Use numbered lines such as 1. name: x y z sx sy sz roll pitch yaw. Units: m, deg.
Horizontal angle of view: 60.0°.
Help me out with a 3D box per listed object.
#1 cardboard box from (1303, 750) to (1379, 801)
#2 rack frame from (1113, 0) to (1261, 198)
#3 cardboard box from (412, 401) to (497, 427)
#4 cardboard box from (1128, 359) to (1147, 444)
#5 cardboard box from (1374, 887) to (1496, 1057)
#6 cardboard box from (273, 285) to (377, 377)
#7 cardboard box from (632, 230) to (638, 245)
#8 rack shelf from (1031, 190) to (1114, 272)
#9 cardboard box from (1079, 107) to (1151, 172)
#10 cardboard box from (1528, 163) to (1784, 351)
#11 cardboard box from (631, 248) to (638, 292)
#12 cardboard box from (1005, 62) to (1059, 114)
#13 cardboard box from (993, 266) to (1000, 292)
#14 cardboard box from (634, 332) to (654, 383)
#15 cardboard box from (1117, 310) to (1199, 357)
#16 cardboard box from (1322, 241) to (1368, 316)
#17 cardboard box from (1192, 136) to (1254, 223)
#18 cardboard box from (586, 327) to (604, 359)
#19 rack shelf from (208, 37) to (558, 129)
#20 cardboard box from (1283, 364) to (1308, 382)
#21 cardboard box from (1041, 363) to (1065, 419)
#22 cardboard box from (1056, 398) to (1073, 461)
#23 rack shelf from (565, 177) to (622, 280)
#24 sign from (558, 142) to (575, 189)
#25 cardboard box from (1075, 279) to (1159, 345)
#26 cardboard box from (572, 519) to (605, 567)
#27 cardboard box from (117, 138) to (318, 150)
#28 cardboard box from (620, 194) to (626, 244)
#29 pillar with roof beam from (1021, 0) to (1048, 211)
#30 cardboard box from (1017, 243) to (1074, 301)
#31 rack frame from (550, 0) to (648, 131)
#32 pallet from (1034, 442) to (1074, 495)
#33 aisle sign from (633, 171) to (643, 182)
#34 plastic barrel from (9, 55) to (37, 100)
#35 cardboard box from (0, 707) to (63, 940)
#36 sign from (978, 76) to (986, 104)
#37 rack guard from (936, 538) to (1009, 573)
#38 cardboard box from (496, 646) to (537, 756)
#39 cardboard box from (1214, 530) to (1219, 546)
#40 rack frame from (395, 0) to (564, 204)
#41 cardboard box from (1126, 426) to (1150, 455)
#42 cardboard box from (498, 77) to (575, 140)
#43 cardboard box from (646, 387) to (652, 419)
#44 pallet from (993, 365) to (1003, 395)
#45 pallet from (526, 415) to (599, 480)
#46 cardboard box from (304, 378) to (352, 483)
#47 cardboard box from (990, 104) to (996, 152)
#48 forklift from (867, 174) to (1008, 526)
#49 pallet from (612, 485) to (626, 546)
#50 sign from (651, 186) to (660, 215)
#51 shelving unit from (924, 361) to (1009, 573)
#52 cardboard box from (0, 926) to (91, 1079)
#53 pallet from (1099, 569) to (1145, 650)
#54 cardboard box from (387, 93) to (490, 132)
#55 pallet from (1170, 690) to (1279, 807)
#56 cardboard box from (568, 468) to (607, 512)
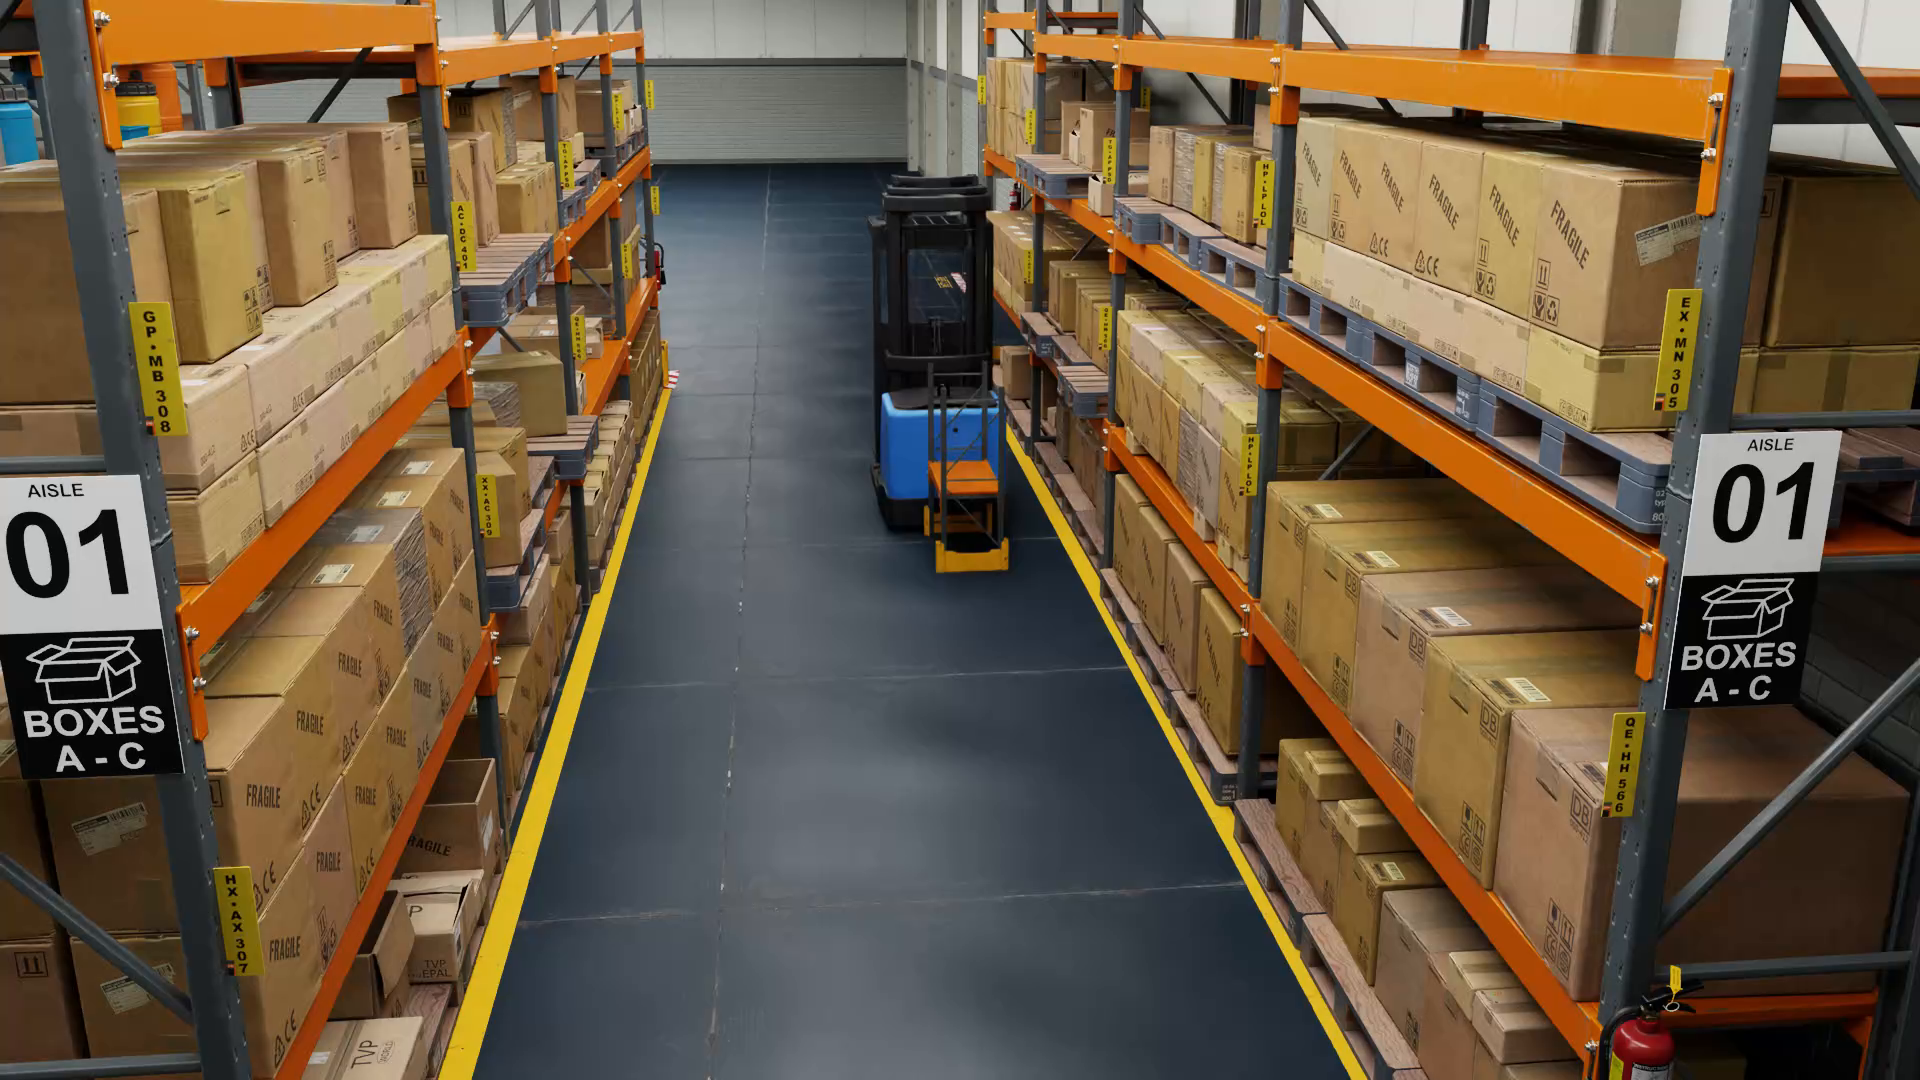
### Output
1. cardboard box: 1.867 1.125 7.975 0.380 0.149 0.250 -1 17 -4
2. rack frame: 1.626 -3.945 11.721 1.000 3.000 0.127 -2 18 -6
3. cardboard box: -3.132 -0.510 9.925 0.700 0.500 0.500 -6 19 -20
4. cardboard box: 1.466 -0.973 11.573 0.500 0.500 0.500 -1 17 -4
5. cardboard box: 2.175 1.788 6.945 0.700 0.500 0.500 -2 18 -7
6. cardboard box: -2.420 -0.752 5.972 0.500 0.250 0.500 -2 18 -6
7. cardboard box: -3.843 -3.408 18.773 0.380 0.149 0.250 -2 18 -6
8. rack shelf: 1.419 -2.767 14.176 1.077 0.370 4.000 -2 18 -6
9. cardboard box: 1.317 -3.421 14.191 0.500 0.500 0.500 -2 18 -8
10. cardboard box: 2.104 -0.875 5.078 0.500 0.500 0.500 -2 18 -6
11. cardboard box: -4.032 -3.064 18.763 0.700 0.500 0.500 -1 17 -4
12. cardboard box: 0.760 -4.699 17.261 0.500 0.500 0.500 -2 18 -8
13. cardboard box: 0.649 -2.943 18.761 0.500 0.250 0.500 -2 18 -7
14. cardboard box: -3.607 -1.962 18.055 0.500 0.500 0.500 -2 18 -6
15. cardboard box: 1.419 -1.488 11.961 0.500 0.250 0.500 -1 17 -4
16. cardboard box: 1.886 -1.133 7.152 0.500 0.250 0.500 -2 18 -7
17. cardboard box: 1.884 -2.308 10.610 0.700 0.500 0.500 -1 17 -3
18. cardboard box: -3.440 -1.800 15.128 0.396 0.266 0.258 -2 18 -7
19. rack shelf: -3.095 -2.661 9.499 1.077 0.370 4.000 -2 18 -6
20. cardboard box: 2.133 -0.898 10.082 0.500 0.250 0.500 -2 18 -7
21. cardboard box: 1.066 -1.600 17.705 0.500 0.500 0.500 -3 18 -10
22. cardboard box: 1.305 -1.073 16.027 0.700 0.500 0.500 -1 17 -4
23. rack shelf: -3.508 -2.613 13.685 1.077 0.370 4.000 -2 18 -6
24. sign: -2.761 -2.623 11.653 0.100 0.325 0.005 -2 18 -6
25. cardboard box: 1.381 -2.018 14.695 0.700 0.500 0.500 1 17 2
26. cardboard box: -3.063 0.017 13.003 0.500 0.250 0.500 -2 18 -6
27. cardboard box: -2.832 -1.247 6.298 0.700 0.500 0.500 -2 18 -6
28. cardboard box: -3.921 -3.368 17.564 0.700 0.500 0.500 -2 18 -6
29. pillar with roof beam: -3.168 -7.802 24.004 9.100 9.000 0.400 -2 18 -6
30. cardboard box: 0.857 -2.702 16.740 0.500 0.500 0.500 -2 18 -6
31. rack frame: -4.126 -6.175 18.822 1.000 3.000 0.127 -2 18 -6
32. pallet: 1.295 -0.712 16.094 1.003 0.211 1.213 -2 18 -6
33. aisle sign: -3.841 -4.581 19.422 0.394 0.787 0.004 -2 18 -6
34. plastic barrel: -8.637 -4.139 15.808 0.600 0.901 0.708 -2 18 -6
35. cardboard box: -2.796 0.806 4.767 0.500 0.500 0.500 -2 18 -6
36. sign: 0.261 -5.298 19.577 0.100 0.325 0.005 -2 18 -6
37. rack guard: 0.099 0.125 13.362 0.587 0.250 0.087 -2 18 -6
38. cardboard box: -2.762 0.935 9.629 0.500 0.500 0.500 -2 17 -5
39. cardboard box: 1.690 -0.026 9.638 0.380 0.149 0.250 -1 17 -4
40. rack frame: -3.301 -3.791 11.230 1.000 3.000 0.127 -2 18 -6
41. cardboard box: 1.390 -0.710 11.818 0.380 0.149 0.250 -1 17 -4
42. cardboard box: -3.608 -3.684 14.195 0.500 0.500 0.500 0 17 0
43. cardboard box: -3.553 -1.455 17.693 0.500 0.250 0.500 -2 18 -6
44. pallet: 0.857 -1.870 19.782 1.003 0.211 1.213 -2 18 -6
45. pallet: -3.162 -0.638 11.521 1.213 0.211 1.003 -2 18 -6
46. cardboard box: -2.368 -0.364 5.572 0.500 0.250 0.500 -2 18 -6
47. cardboard box: 0.606 -4.686 18.889 0.500 0.500 0.500 -1 17 -2
48. forklift: -0.272 -1.913 15.379 1.130 2.935 3.031 -2 18 -6
49. pallet: -3.470 -0.208 14.486 1.003 0.211 1.213 -2 18 -6
50. sign: -3.585 -3.990 19.551 0.100 0.325 0.005 -2 18 -6
51. shelving unit: 0.041 -0.620 13.646 0.587 1.500 1.083 -2 18 -6
52. cardboard box: -2.793 1.282 4.919 0.500 0.500 0.500 -1 17 -4
53. pallet: 1.632 0.485 12.281 1.003 0.211 1.213 -2 18 -6
54. cardboard box: -3.157 -2.451 10.131 0.500 0.500 0.500 -2 18 -6
55. pallet: 1.884 1.212 9.966 1.003 0.211 1.213 -2 18 -6
56. cardboard box: -3.126 -0.406 13.417 0.500 0.311 0.500 -2 18 -7
